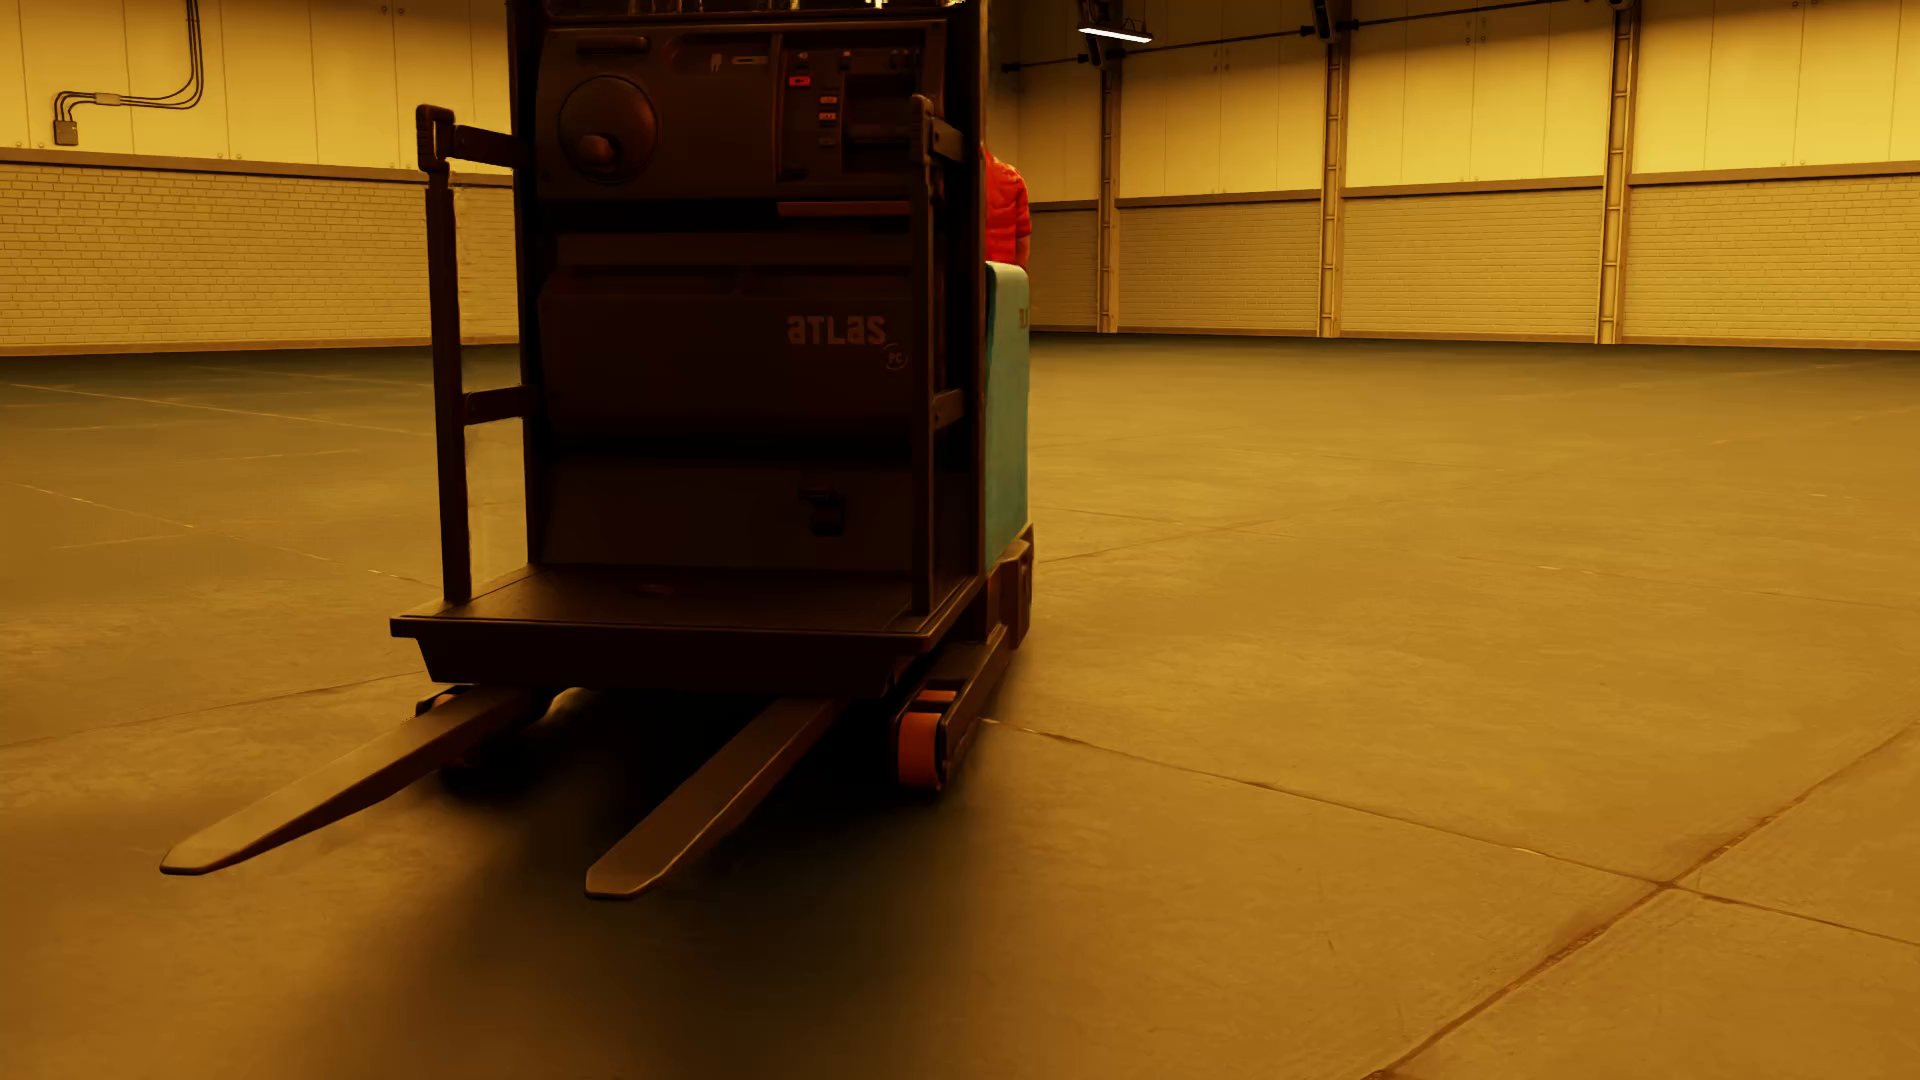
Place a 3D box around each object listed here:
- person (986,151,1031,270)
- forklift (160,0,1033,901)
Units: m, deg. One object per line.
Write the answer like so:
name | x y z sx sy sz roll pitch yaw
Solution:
person | -0.056 -0.872 6.658 0.551 1.727 0.640 8 12 43
forklift | -0.522 -0.997 3.497 1.130 2.935 3.031 1 9 9
